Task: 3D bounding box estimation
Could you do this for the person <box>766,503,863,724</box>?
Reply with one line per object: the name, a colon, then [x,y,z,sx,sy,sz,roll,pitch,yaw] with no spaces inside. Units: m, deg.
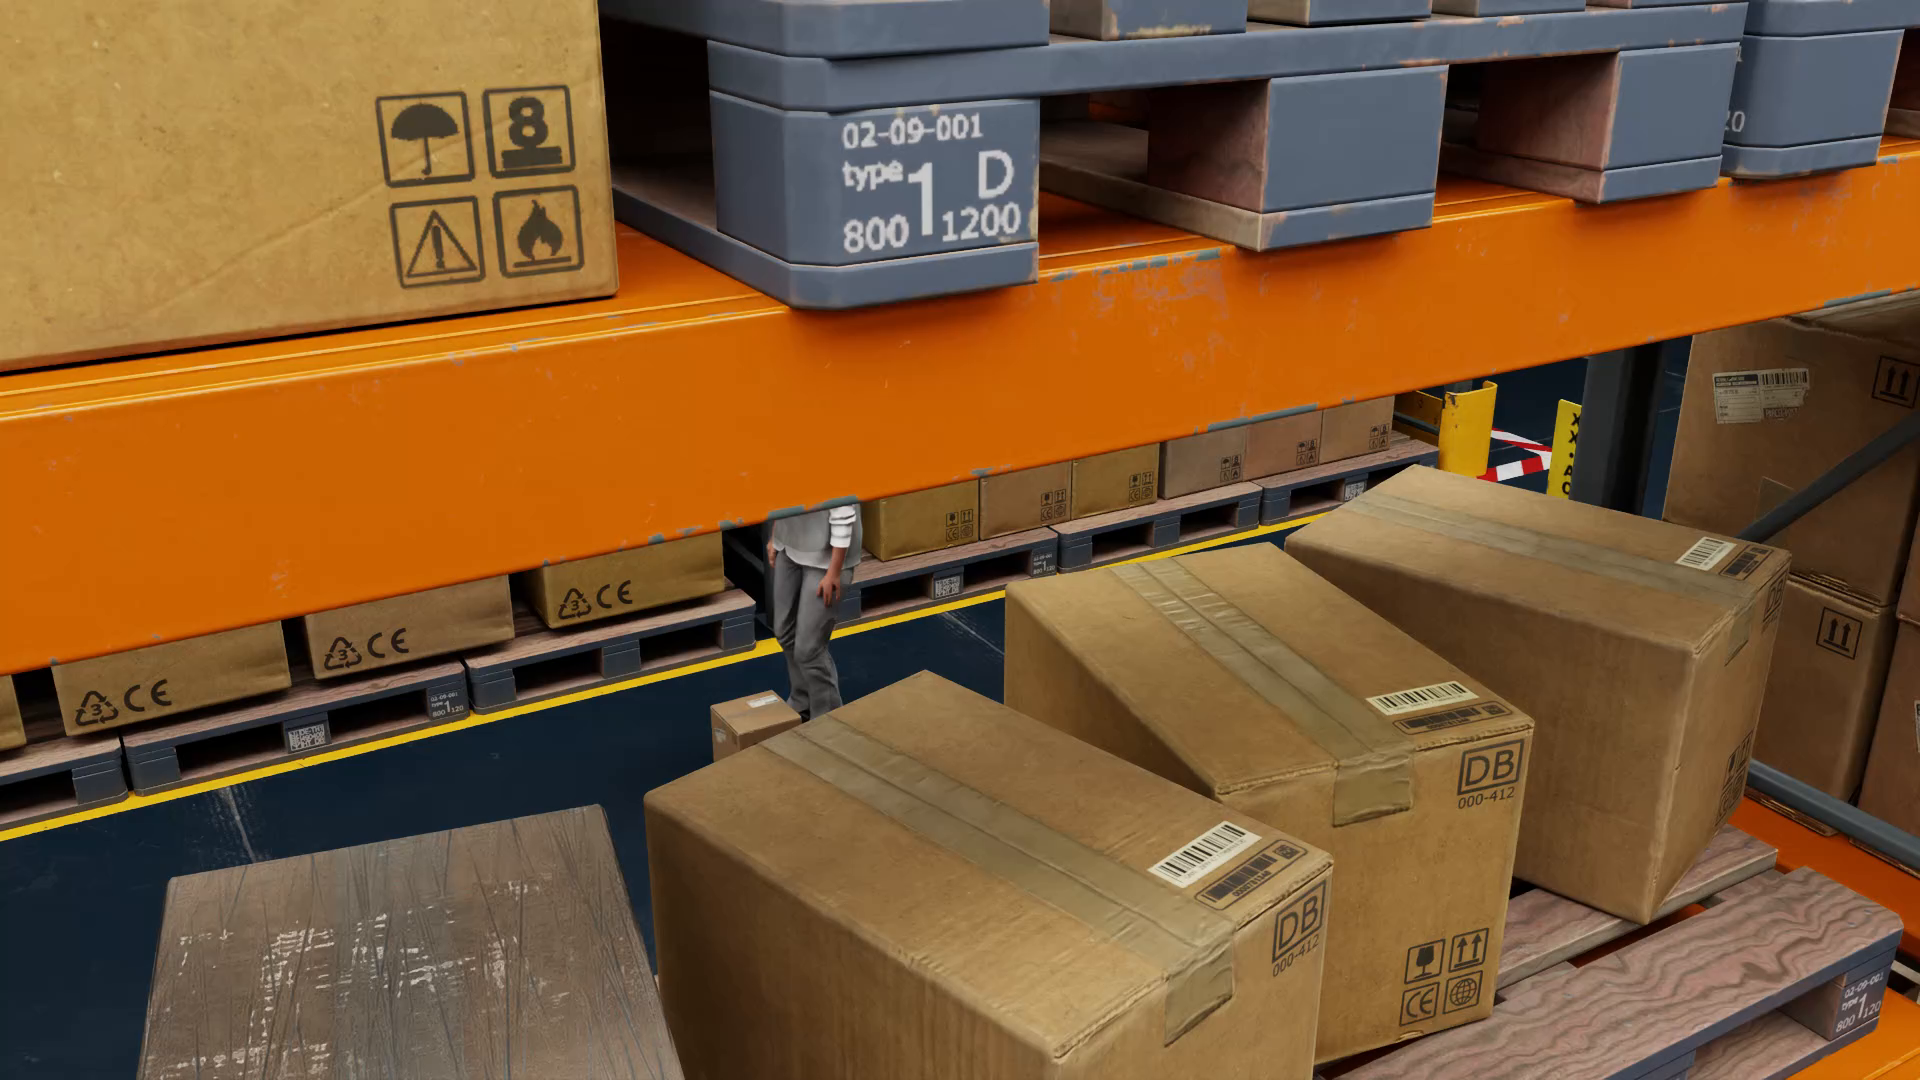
person: [-0.552,0.070,5.932,0.378,1.592,0.480,-14,26,-31]
